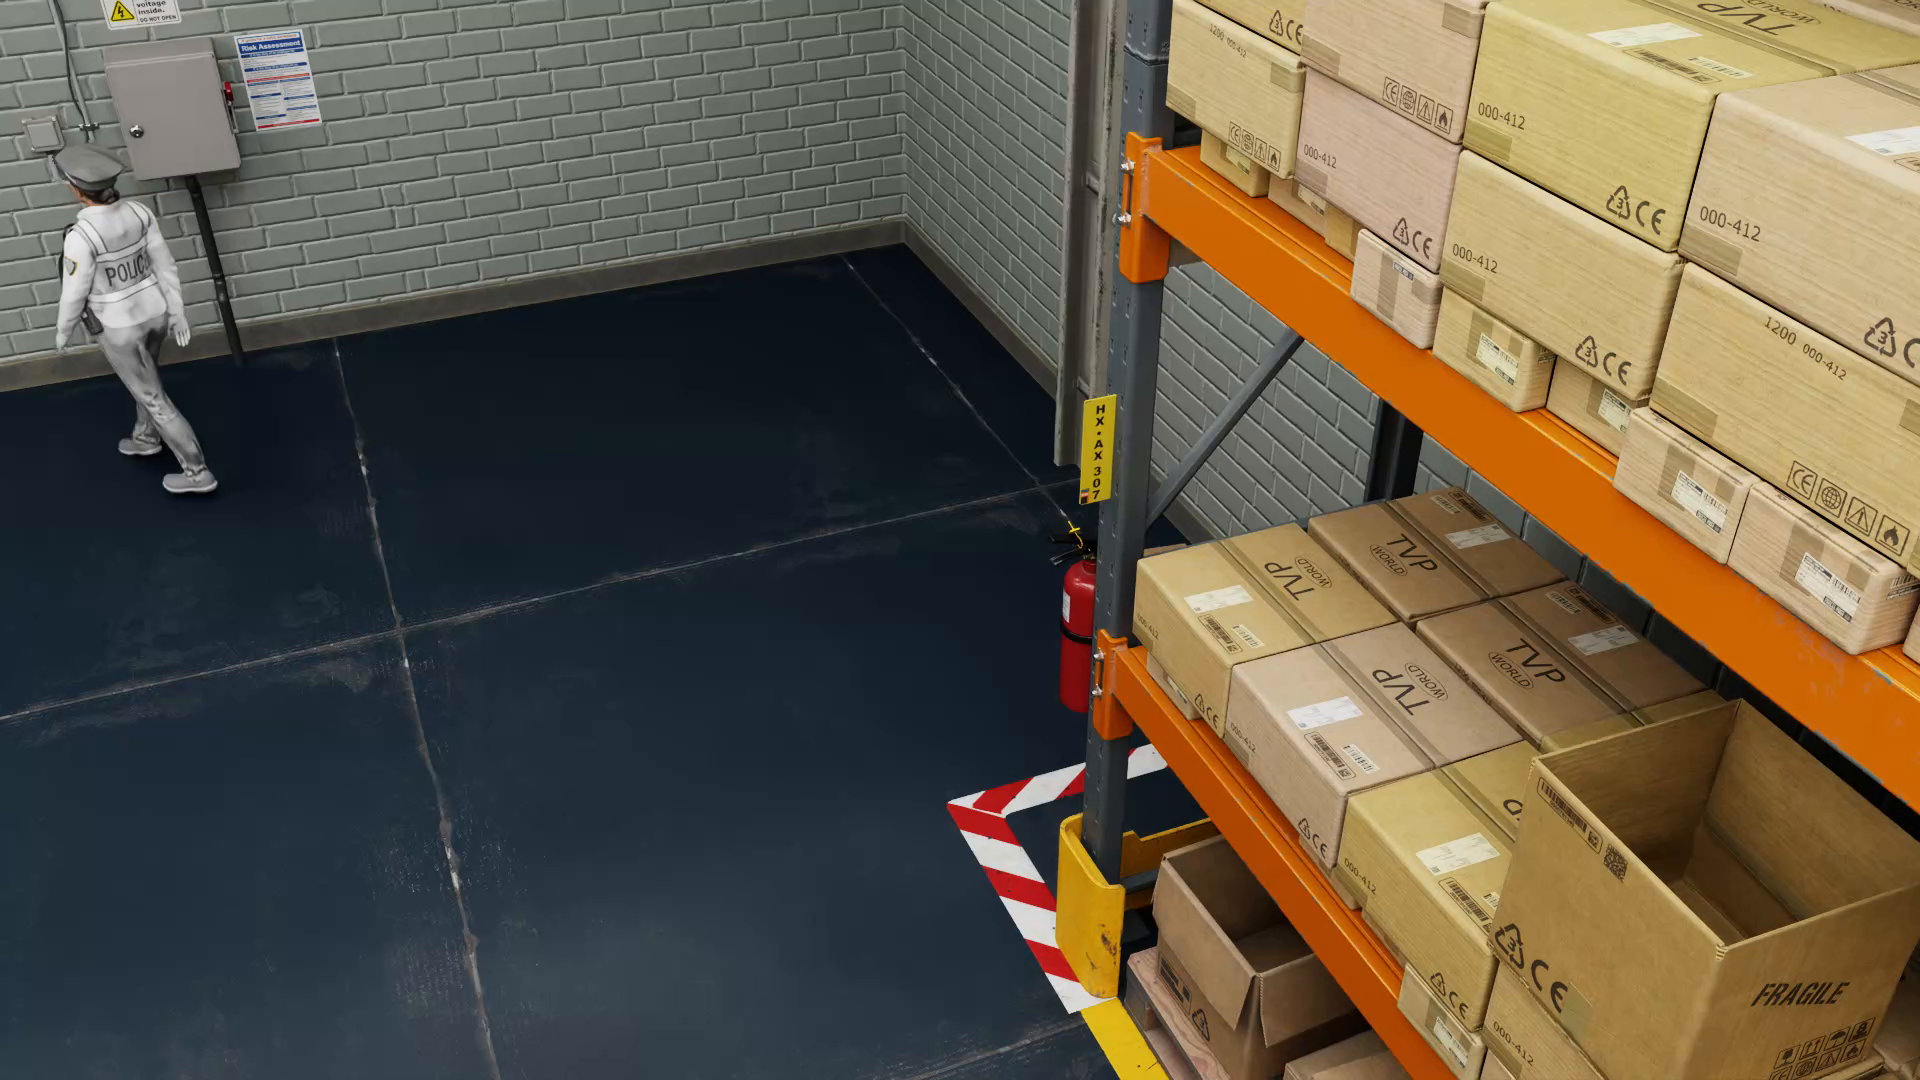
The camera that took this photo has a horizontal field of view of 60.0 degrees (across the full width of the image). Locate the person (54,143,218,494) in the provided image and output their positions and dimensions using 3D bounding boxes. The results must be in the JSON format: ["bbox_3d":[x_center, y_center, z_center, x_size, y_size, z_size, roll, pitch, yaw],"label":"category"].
[{"bbox_3d":[-3.885,-1.003,7.595,0.752,1.677,0.494,11,35,16],"label":"person"}]
